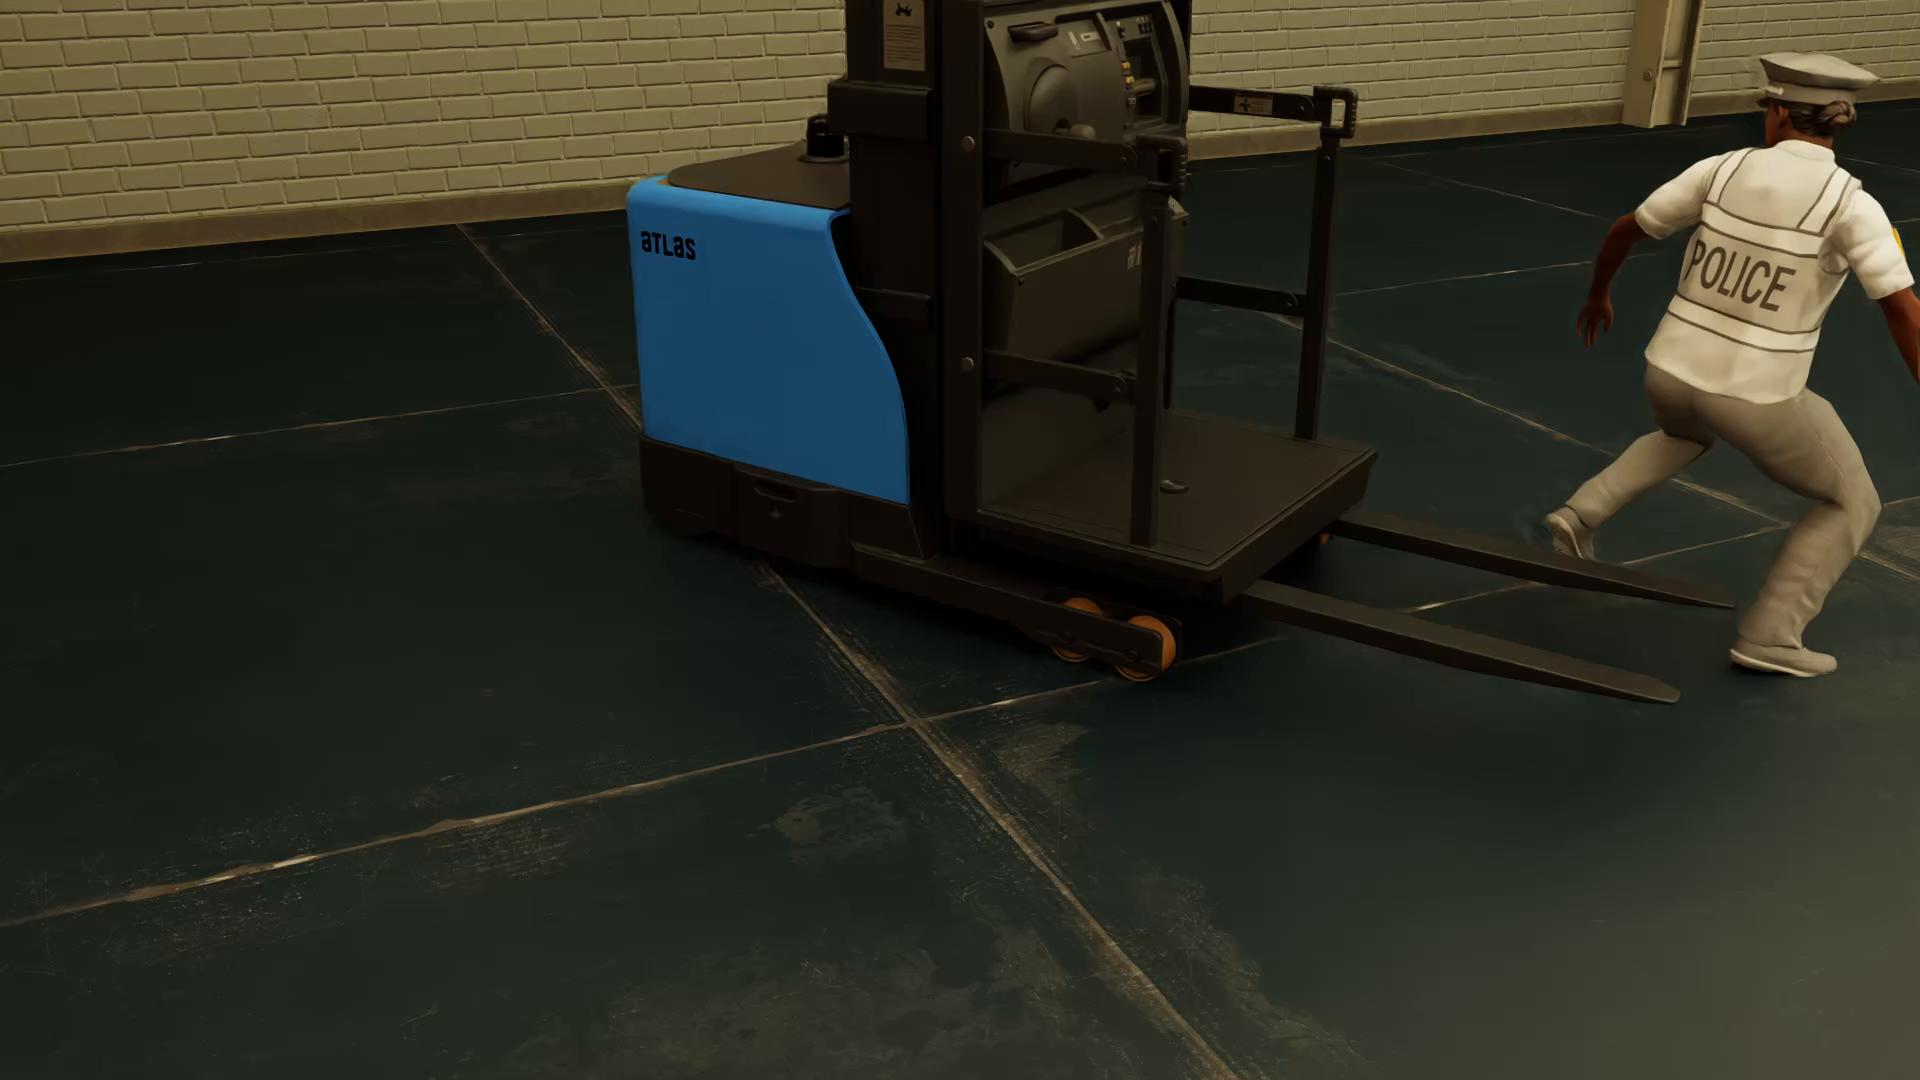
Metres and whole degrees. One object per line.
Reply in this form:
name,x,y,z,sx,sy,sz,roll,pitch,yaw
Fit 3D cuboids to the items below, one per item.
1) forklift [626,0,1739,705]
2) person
forklift,0.518,-1.224,4.232,3.031,2.935,1.130,15,27,32
person,2.006,-0.421,4.176,0.489,1.542,0.934,-13,26,-28
